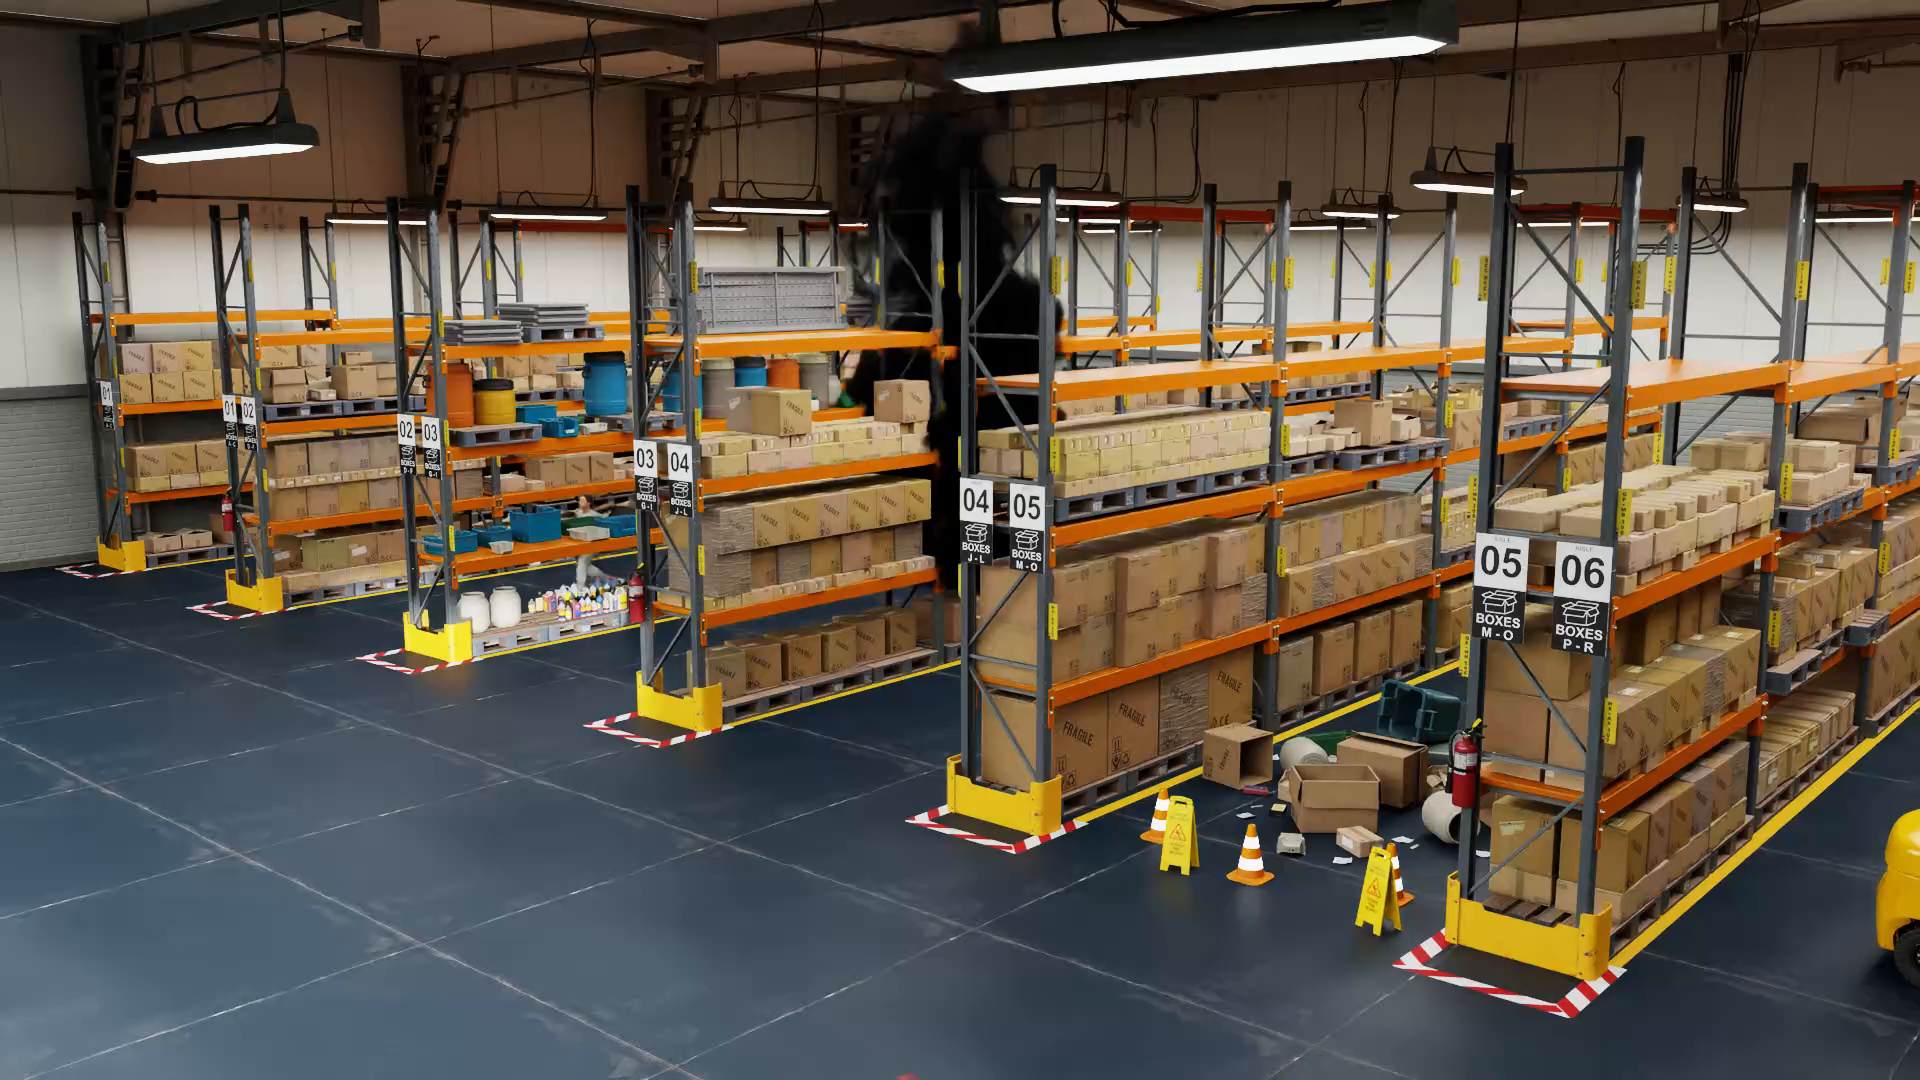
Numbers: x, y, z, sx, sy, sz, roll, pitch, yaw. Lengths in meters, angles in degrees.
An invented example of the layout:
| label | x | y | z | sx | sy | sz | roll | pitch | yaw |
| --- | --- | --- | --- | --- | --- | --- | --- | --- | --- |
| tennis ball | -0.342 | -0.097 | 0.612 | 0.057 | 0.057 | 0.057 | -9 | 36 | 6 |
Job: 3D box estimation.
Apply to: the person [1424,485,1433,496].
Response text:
| label | x | y | z | sx | sy | sz | roll | pitch | yaw |
| --- | --- | --- | --- | --- | --- | --- | --- | --- | --- |
| person | 7.452 | -0.008 | 26.218 | 0.910 | 1.734 | 0.672 | -9 | 13 | -44 |

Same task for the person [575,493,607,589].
| label | x | y | z | sx | sy | sz | roll | pitch | yaw |
| --- | --- | --- | --- | --- | --- | --- | --- | --- | --- |
| person | -5.709 | 0.111 | 25.466 | 0.564 | 1.633 | 0.970 | 8 | 12 | 38 |
